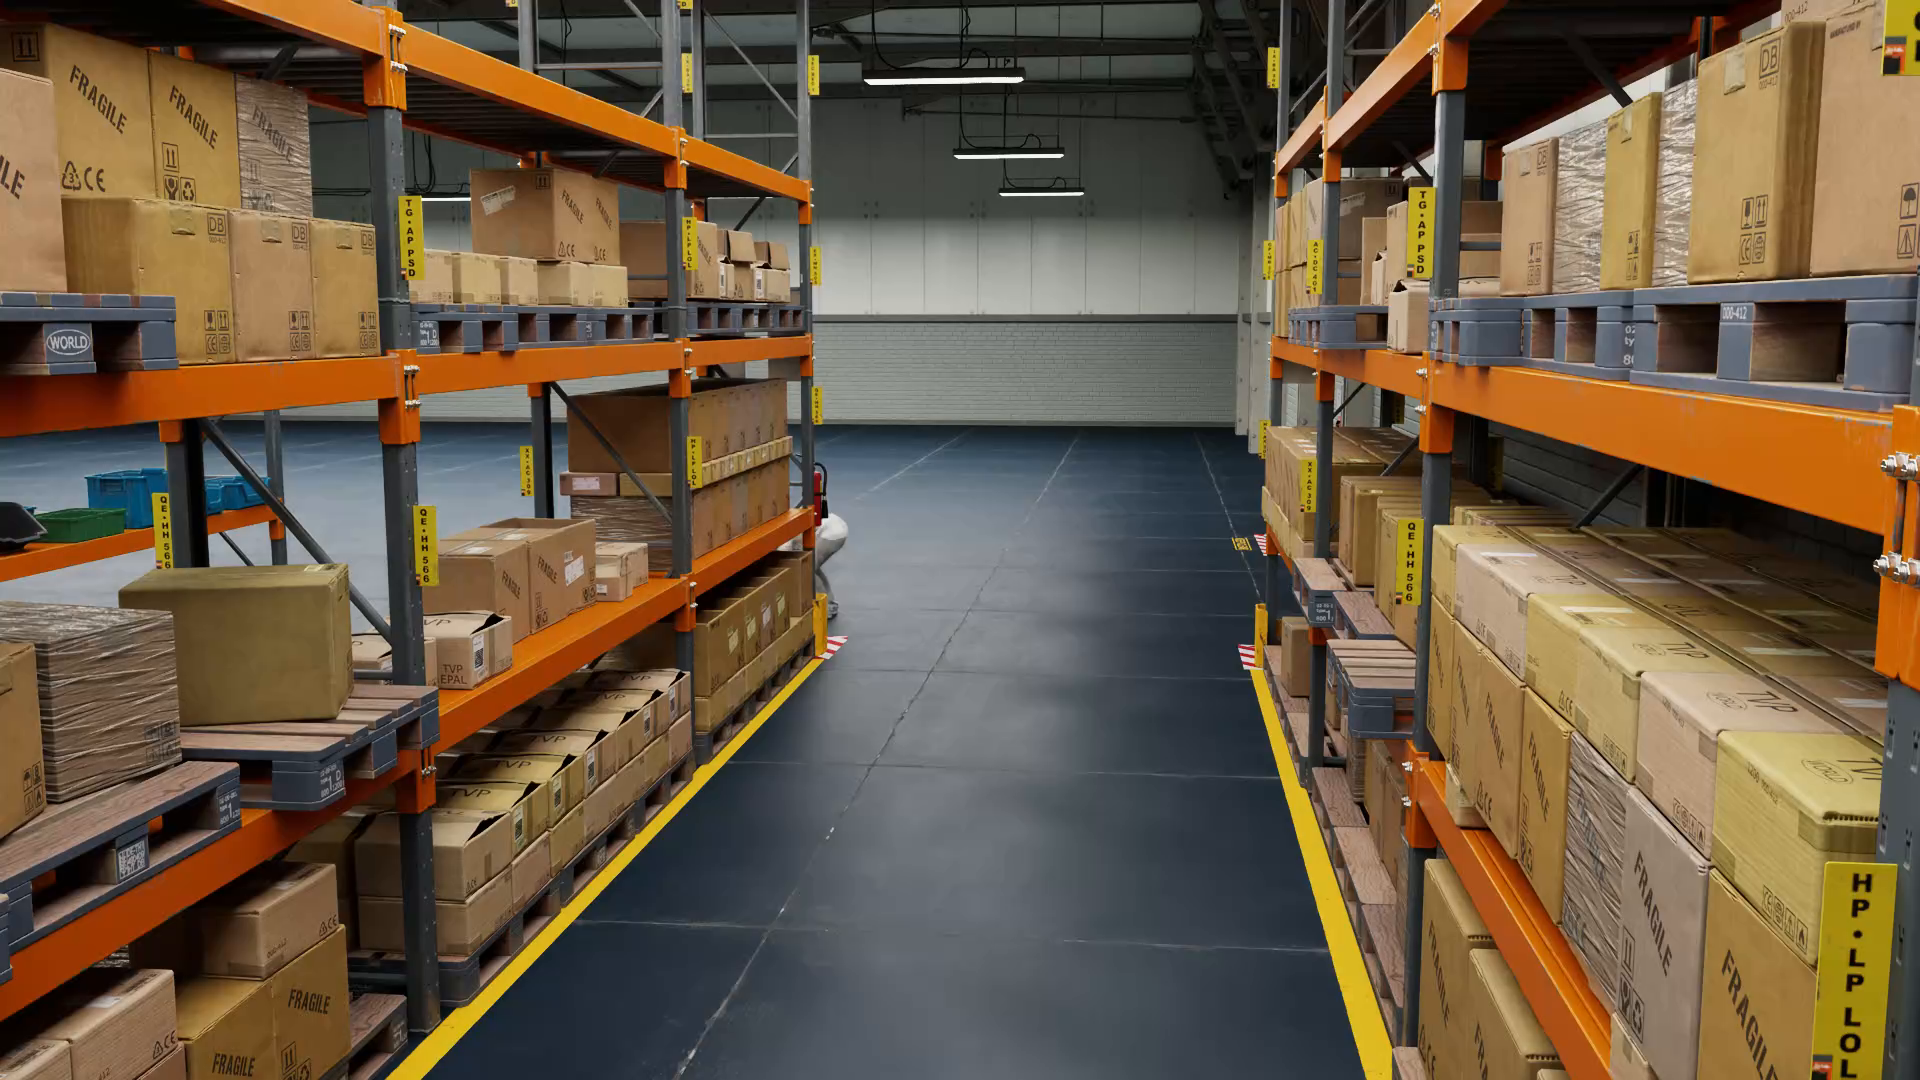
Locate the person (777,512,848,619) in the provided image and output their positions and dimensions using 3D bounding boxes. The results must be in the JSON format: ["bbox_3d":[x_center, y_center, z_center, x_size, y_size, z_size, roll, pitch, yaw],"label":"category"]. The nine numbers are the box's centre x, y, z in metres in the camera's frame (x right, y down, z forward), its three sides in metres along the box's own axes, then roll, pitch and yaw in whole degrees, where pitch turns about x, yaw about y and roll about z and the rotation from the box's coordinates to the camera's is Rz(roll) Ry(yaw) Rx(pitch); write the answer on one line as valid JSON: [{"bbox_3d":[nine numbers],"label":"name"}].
[{"bbox_3d":[-1.605,0.238,16.597,0.981,1.053,0.486,0,8,4],"label":"person"}]
